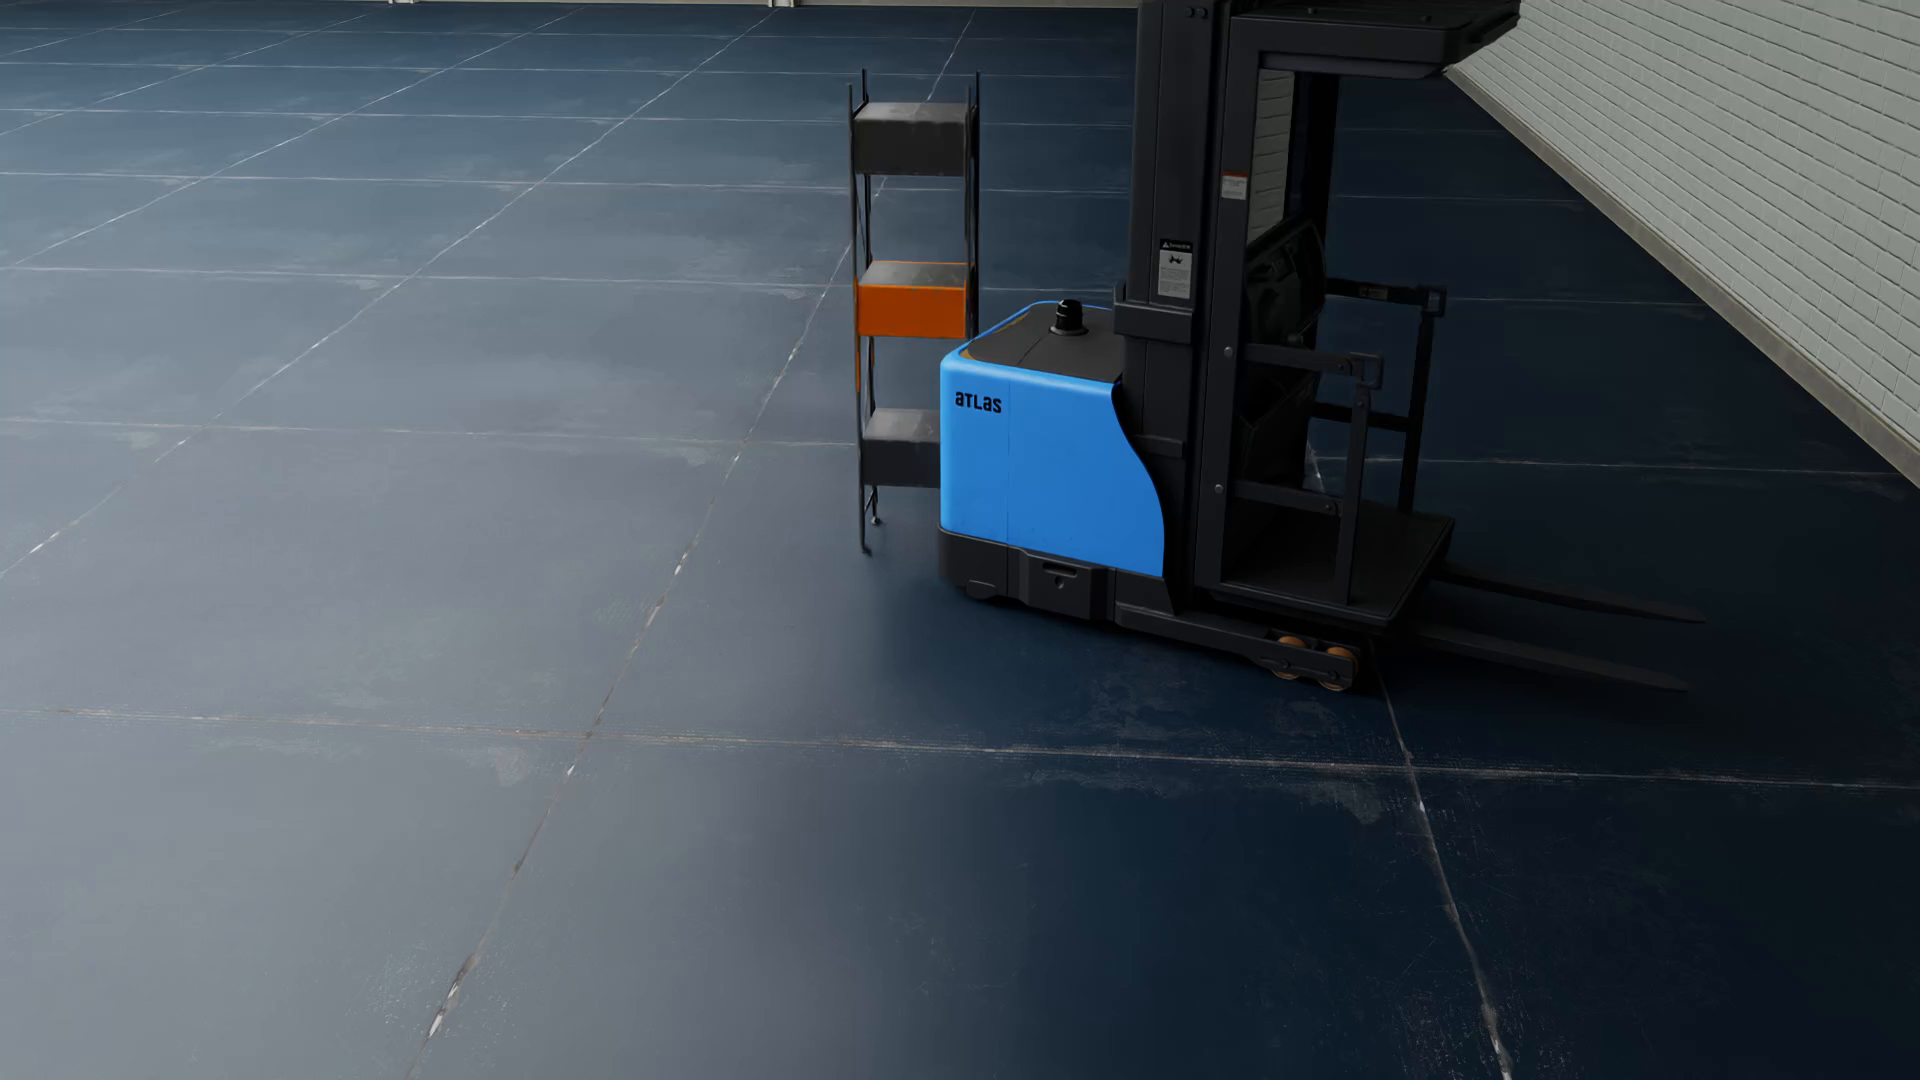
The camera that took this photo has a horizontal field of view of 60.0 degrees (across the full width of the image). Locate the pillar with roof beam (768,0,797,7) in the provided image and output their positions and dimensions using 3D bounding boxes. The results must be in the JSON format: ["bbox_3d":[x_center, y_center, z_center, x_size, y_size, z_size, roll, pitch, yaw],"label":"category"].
[{"bbox_3d":[-3.066,-10.552,19.918,0.400,9.000,9.100,2,25,4],"label":"pillar with roof beam"}]

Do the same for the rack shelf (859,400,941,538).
[{"bbox_3d":[-0.187,-0.321,7.642,0.480,0.518,0.431,3,25,6],"label":"rack shelf"}]

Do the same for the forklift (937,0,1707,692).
[{"bbox_3d":[1.451,-0.998,6.412,3.031,2.935,1.130,12,27,25],"label":"forklift"}]

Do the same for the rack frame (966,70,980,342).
[{"bbox_3d":[0.055,-0.957,7.317,0.015,2.100,0.400,3,25,6],"label":"rack frame"}]

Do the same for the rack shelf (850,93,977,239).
[{"bbox_3d":[-0.187,-1.592,7.054,0.480,0.518,0.431,3,25,6],"label":"rack shelf"}]

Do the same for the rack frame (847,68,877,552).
[{"bbox_3d":[-0.430,-0.980,7.367,0.015,2.100,0.400,3,25,6],"label":"rack frame"}]

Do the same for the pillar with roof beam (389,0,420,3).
[{"bbox_3d":[-9.048,-10.744,20.335,0.400,9.000,9.100,2,25,4],"label":"pillar with roof beam"}]

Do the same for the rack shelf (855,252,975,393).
[{"bbox_3d":[-0.187,-0.956,7.348,0.480,0.518,0.431,3,25,6],"label":"rack shelf"}]

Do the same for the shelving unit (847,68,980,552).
[{"bbox_3d":[-0.187,-0.969,7.342,0.503,2.100,0.431,3,25,6],"label":"shelving unit"}]
